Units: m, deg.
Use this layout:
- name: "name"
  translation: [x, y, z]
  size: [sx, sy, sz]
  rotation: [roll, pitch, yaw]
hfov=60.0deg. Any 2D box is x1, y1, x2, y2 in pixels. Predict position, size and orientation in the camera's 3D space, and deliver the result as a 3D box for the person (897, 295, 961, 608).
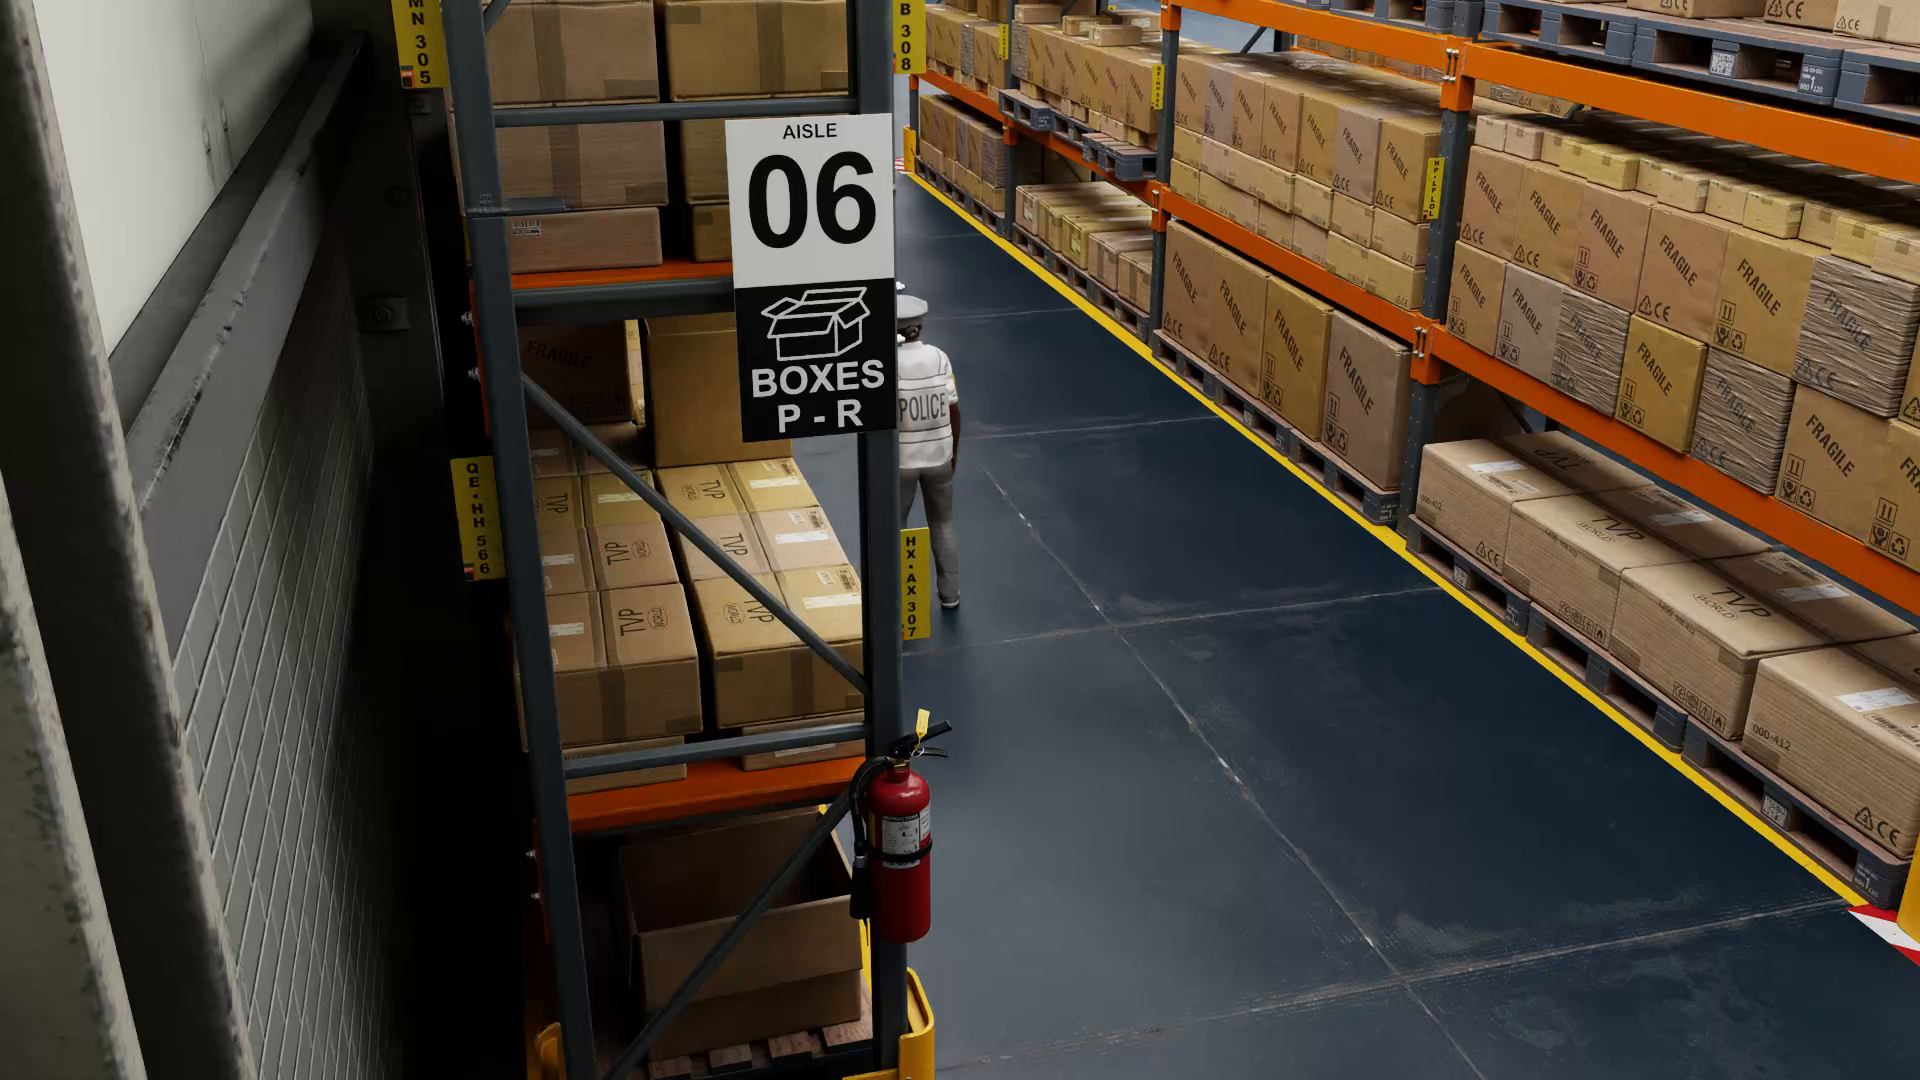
- name: "person"
  translation: [-0.228, -0.413, 8.567]
  size: [0.527, 1.659, 0.395]
  rotation: [-8, 24, -18]
